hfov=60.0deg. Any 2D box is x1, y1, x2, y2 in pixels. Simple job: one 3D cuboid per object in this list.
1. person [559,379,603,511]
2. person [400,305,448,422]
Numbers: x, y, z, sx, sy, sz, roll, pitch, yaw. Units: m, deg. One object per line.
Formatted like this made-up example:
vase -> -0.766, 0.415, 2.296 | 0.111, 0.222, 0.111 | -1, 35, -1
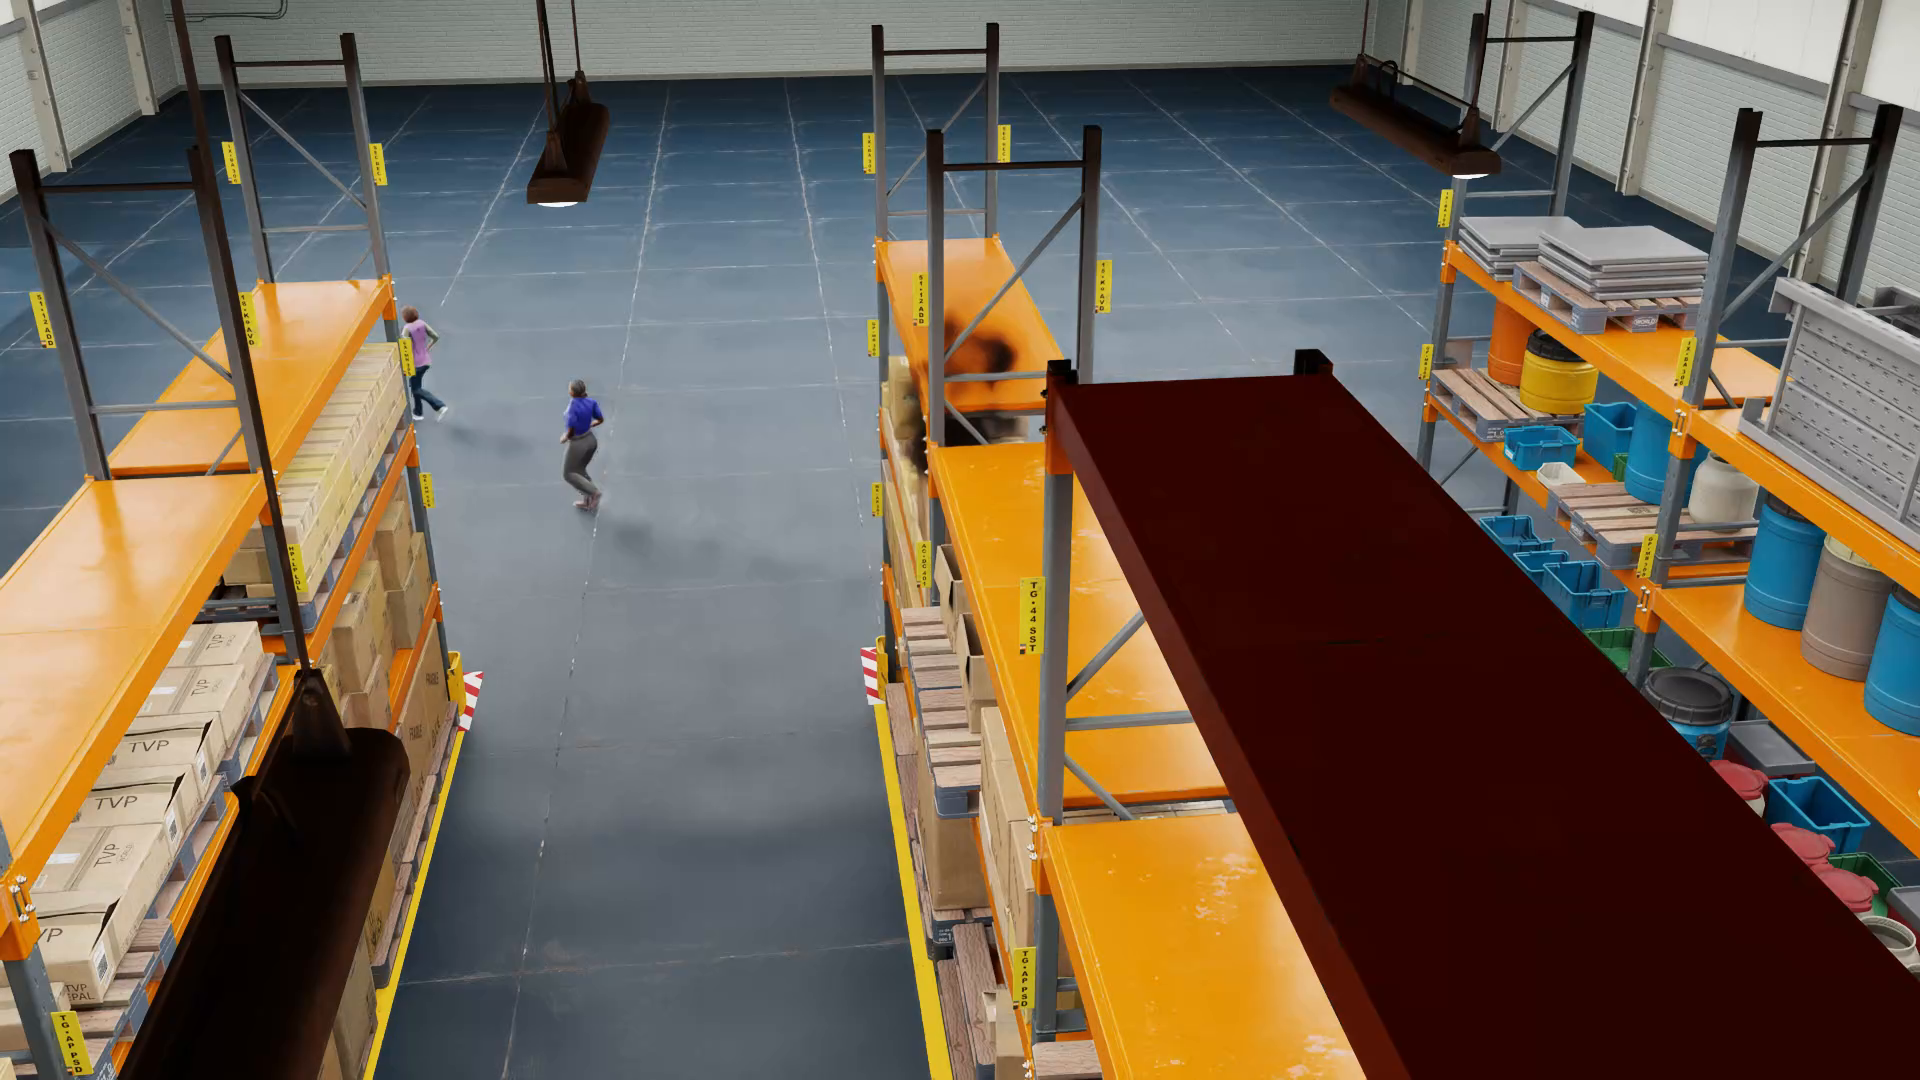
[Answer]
person -> -4.289, -1.077, 18.901 | 0.584, 1.603, 0.573 | 15, 29, 28
person -> -6.934, -2.251, 21.383 | 0.750, 1.586, 0.558 | 10, 27, 19
